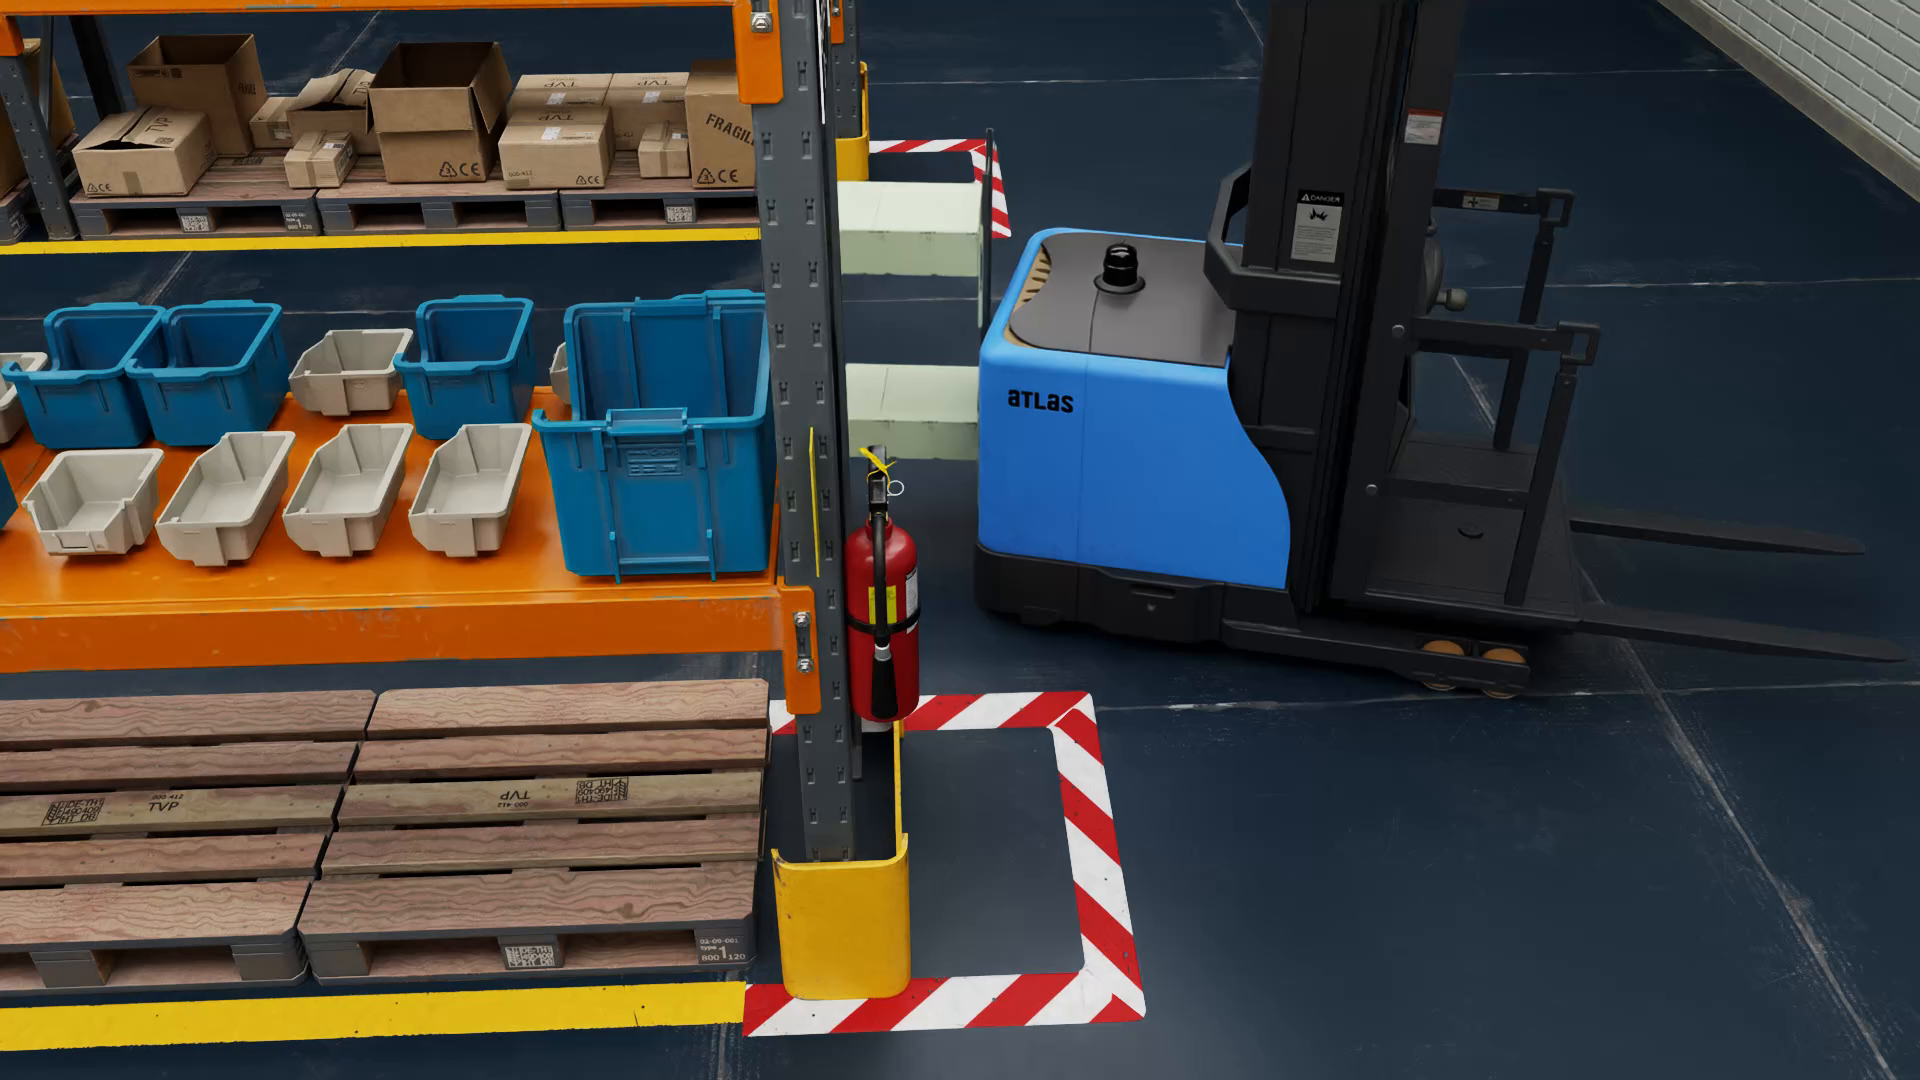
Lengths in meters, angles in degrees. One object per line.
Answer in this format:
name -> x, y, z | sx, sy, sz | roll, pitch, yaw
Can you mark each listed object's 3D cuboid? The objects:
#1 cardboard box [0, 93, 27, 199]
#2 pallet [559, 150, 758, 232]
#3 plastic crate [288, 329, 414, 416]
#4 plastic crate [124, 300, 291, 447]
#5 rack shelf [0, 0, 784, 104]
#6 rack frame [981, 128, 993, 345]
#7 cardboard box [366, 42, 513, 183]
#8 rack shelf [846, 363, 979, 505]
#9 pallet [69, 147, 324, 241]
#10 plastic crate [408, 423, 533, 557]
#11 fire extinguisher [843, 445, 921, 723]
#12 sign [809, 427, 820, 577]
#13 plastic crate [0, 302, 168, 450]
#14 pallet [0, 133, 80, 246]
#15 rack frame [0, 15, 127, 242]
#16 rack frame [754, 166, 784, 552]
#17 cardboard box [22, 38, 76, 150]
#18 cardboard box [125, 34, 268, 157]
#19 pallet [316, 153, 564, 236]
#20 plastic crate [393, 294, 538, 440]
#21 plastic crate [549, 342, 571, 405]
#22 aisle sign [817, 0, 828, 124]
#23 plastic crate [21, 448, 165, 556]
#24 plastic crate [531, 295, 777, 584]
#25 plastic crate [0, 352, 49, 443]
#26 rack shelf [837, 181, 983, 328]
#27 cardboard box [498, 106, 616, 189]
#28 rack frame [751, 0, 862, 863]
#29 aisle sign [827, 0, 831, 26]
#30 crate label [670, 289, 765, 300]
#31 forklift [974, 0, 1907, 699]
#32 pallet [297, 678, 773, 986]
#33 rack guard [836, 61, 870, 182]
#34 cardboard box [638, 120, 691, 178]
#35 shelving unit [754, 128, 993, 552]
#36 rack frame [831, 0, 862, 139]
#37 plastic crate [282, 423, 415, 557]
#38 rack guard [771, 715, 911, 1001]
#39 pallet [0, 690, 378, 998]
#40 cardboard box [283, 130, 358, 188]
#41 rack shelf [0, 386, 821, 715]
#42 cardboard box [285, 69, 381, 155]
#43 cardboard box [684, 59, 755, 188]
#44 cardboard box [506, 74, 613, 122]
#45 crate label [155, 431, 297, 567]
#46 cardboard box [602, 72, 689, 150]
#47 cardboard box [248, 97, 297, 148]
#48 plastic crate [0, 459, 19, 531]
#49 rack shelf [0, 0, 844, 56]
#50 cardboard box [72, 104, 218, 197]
cardboard box -> -5.060, -2.009, 8.327 | 0.500, 0.500, 0.500 | -2, 35, -2
pallet -> -1.458, -1.969, 8.910 | 1.213, 0.211, 1.003 | -2, 35, -2
plastic crate -> -1.619, -0.441, 4.431 | 0.298, 0.136, 0.250 | -2, 35, -2
plastic crate -> -1.932, -0.425, 4.323 | 0.300, 0.233, 0.416 | -2, 35, -2
rack shelf -> -2.353, -1.208, 3.356 | 4.000, 0.370, 1.077 | -2, 35, -2
rack frame -> 0.091, -0.663, 5.891 | 0.023, 1.500, 0.400 | 2, 35, 2
cardboard box -> -2.705, -2.240, 8.658 | 0.637, 0.503, 0.797 | -2, 35, -2
rack shelf -> -0.274, -0.406, 6.091 | 0.720, 0.370, 0.431 | 2, 35, 2
pallet -> -3.895, -1.904, 8.815 | 1.213, 0.211, 1.003 | -2, 35, -2
plastic crate -> -1.161, -0.116, 3.960 | 0.243, 0.136, 0.396 | -2, 35, -2
fire extinguisher -> -0.183, 0.115, 3.844 | 0.183, 0.674, 0.296 | -2, 35, -2
sign -> -0.313, -0.079, 3.585 | 0.005, 0.325, 0.100 | -2, 35, -2
plastic crate -> -2.232, -0.417, 4.311 | 0.300, 0.233, 0.416 | -2, 35, -2
pallet -> -5.392, -1.842, 8.727 | 1.213, 0.211, 1.003 | -2, 35, -2
rack frame -> -4.581, -3.032, 7.996 | 0.127, 3.000, 1.000 | -2, 35, -2
rack frame -> -0.640, -0.684, 5.920 | 0.023, 1.500, 0.400 | 2, 35, 2
cardboard box -> -5.076, -2.311, 8.763 | 0.500, 0.500, 0.500 | -3, 35, -4
cardboard box -> -4.025, -2.362, 8.837 | 0.500, 0.500, 0.500 | -2, 35, -2
pallet -> -2.673, -1.938, 8.865 | 1.213, 0.211, 1.003 | -2, 35, -2
plastic crate -> -1.275, -0.443, 4.349 | 0.300, 0.233, 0.416 | -2, 35, -2
plastic crate -> -0.941, -0.460, 4.457 | 0.298, 0.136, 0.250 | -2, 35, -2
aisle sign -> -0.269, -1.229, 3.105 | 0.004, 0.787, 0.394 | -2, 35, -2
plastic crate -> -2.023, -0.076, 3.903 | 0.250, 0.136, 0.298 | -2, 35, -2
plastic crate -> -0.680, -0.248, 3.889 | 0.499, 0.435, 0.616 | -2, 35, -2
plastic crate -> -2.625, -0.351, 4.300 | 0.466, 0.136, 0.293 | -2, 35, -2
rack shelf -> -0.274, -0.995, 5.683 | 0.720, 0.370, 0.431 | 2, 35, 2
cardboard box -> -2.067, -2.027, 8.573 | 0.500, 0.250, 0.500 | -2, 35, -2
rack frame -> -0.355, -0.324, 4.083 | 0.127, 3.000, 1.000 | -2, 35, -2
aisle sign -> -0.297, -1.564, 3.590 | 0.004, 0.787, 0.394 | -2, 35, -2
crate label -> -0.617, -0.461, 4.374 | 0.303, 0.233, 0.416 | -2, 35, -2
forklift -> 1.621, -1.014, 5.139 | 3.031, 2.935, 1.130 | 7, 35, 10
pallet -> -1.180, 0.822, 4.876 | 1.213, 0.211, 1.003 | -2, 35, -2
rack guard -> -0.661, -2.110, 8.860 | 0.348, 0.500, 1.175 | -2, 35, -2
cardboard box -> -1.526, -2.042, 8.667 | 0.250, 0.166, 0.380 | -2, 35, -2
shelving unit -> -0.274, -0.674, 5.906 | 0.755, 1.500, 0.431 | 2, 35, 2
rack frame -> -0.586, -3.140, 8.152 | 0.127, 3.000, 1.000 | -2, 35, -2
plastic crate -> -1.451, -0.116, 3.961 | 0.243, 0.136, 0.396 | -2, 35, -2
rack guard -> -0.331, 0.695, 4.806 | 0.348, 0.500, 1.175 | -2, 35, -2
pallet -> -2.396, 0.854, 4.831 | 1.213, 0.211, 1.003 | -2, 35, -2
cardboard box -> -3.288, -1.966, 8.557 | 0.250, 0.166, 0.380 | -2, 35, -2
rack shelf -> -2.353, 0.025, 4.210 | 4.000, 0.370, 1.077 | -2, 35, -2
cardboard box -> -3.276, -2.305, 8.920 | 0.500, 0.311, 0.500 | -2, 35, -2
cardboard box -> -1.117, -2.139, 8.514 | 0.500, 0.500, 0.500 | -2, 35, -2
cardboard box -> -2.141, -2.310, 8.982 | 0.500, 0.250, 0.500 | -2, 35, -2
crate label -> -1.728, -0.095, 3.930 | 0.243, 0.136, 0.396 | -2, 35, -2
cardboard box -> -1.642, -2.324, 9.001 | 0.500, 0.250, 0.500 | -2, 35, -2
cardboard box -> -3.654, -2.262, 9.001 | 0.250, 0.149, 0.380 | -2, 35, -2
plastic crate -> -2.394, -0.079, 3.823 | 0.300, 0.233, 0.416 | -2, 35, -2
rack shelf -> -2.583, -2.790, 8.278 | 4.000, 0.370, 1.077 | -2, 35, -2
cardboard box -> -4.152, -1.996, 8.474 | 0.500, 0.311, 0.500 | -2, 35, -2
